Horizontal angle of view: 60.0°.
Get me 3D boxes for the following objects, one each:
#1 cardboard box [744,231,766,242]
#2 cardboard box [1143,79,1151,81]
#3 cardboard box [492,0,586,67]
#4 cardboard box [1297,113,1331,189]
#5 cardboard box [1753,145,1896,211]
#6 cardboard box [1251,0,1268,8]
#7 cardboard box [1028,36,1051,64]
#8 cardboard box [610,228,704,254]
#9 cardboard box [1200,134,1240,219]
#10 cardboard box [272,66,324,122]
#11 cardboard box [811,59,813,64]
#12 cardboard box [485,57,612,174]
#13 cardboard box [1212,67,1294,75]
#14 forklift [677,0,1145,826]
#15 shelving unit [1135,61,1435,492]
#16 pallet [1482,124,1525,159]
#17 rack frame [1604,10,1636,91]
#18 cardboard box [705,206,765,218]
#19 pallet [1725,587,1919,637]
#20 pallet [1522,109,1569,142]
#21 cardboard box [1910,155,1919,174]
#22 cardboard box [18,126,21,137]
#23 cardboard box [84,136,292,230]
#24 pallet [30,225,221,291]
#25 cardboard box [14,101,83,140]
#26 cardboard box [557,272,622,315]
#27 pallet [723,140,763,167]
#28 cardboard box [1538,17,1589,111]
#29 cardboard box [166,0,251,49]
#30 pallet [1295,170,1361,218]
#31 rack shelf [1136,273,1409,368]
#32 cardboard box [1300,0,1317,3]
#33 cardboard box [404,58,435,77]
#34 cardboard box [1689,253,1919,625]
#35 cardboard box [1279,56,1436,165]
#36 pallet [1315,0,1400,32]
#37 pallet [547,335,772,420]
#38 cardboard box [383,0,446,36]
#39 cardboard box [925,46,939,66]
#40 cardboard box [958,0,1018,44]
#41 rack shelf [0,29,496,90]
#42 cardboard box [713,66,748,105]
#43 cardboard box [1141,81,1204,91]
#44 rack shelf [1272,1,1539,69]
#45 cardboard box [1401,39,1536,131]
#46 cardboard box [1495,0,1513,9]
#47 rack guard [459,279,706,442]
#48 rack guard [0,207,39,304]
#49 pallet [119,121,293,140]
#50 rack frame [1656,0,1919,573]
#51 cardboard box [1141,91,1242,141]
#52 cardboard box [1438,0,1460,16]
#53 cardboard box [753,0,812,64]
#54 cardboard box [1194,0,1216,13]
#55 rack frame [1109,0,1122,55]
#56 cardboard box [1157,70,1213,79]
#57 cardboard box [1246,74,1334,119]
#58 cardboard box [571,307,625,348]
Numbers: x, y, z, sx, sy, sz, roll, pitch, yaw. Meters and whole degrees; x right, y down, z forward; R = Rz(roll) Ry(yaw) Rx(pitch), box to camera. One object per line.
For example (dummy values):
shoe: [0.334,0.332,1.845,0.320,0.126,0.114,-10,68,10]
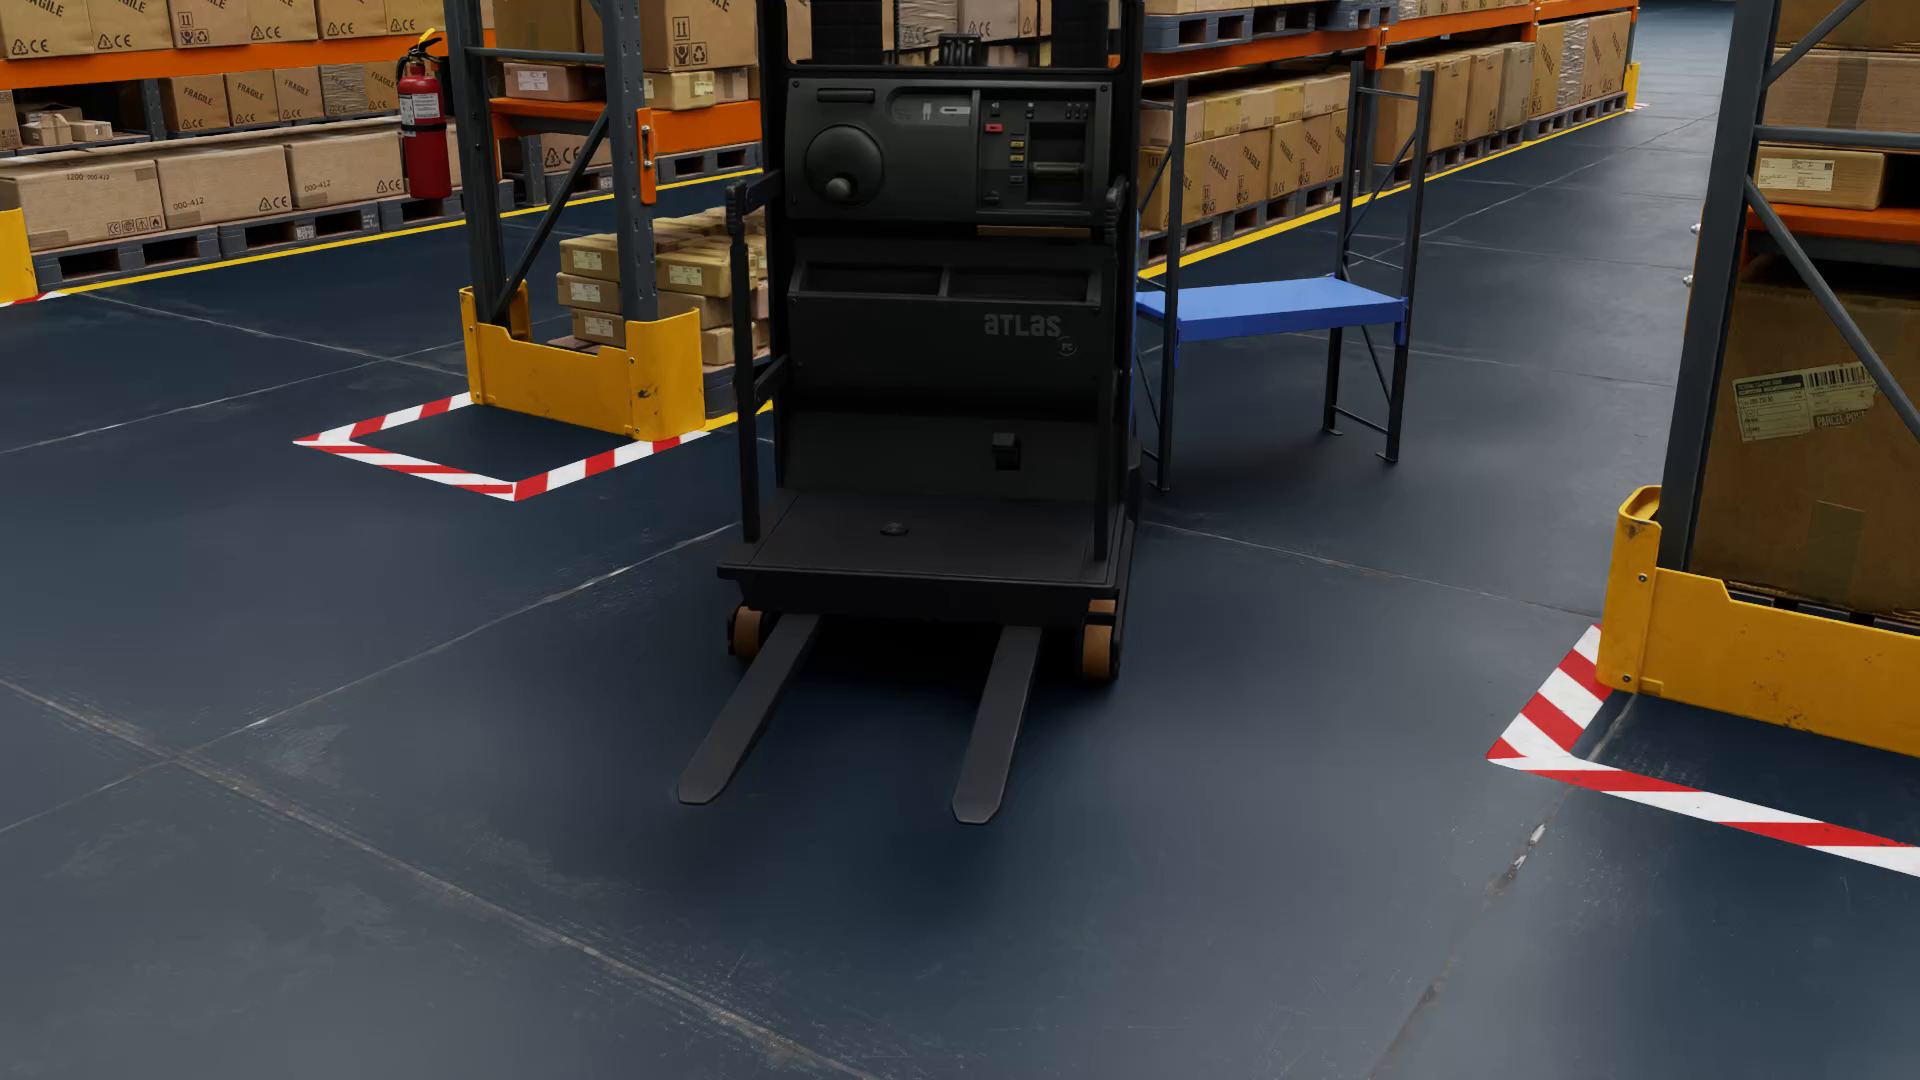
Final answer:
cardboard box: [-0.803,-1.316,7.645,0.380,0.149,0.250,13,24,32]
cardboard box: [2.055,-5.655,20.086,0.500,0.250,0.500,13,24,31]
cardboard box: [-1.642,-2.309,7.110,0.500,0.500,0.500,14,24,33]
cardboard box: [2.367,-2.875,12.211,0.500,0.500,0.500,14,25,34]
cardboard box: [2.291,-0.995,4.494,0.380,0.149,0.250,14,24,33]
cardboard box: [1.748,-3.490,10.632,0.380,0.149,0.250,12,23,29]
cardboard box: [0.346,-2.685,9.062,0.380,0.149,0.250,14,25,34]
cardboard box: [-1.405,-1.344,7.722,0.380,0.149,0.250,14,24,33]
cardboard box: [1.498,-2.428,11.002,0.500,0.500,0.500,15,25,34]
cardboard box: [-6.658,-4.411,16.363,0.500,0.500,0.500,12,24,30]
cardboard box: [-0.719,-2.176,7.687,0.380,0.149,0.250,13,24,31]
cardboard box: [-3.301,-3.421,13.147,0.875,0.875,0.875,14,25,33]
cardboard box: [2.228,-3.464,12.723,0.500,0.250,0.500,12,23,29]
forklift: [-0.065,-1.104,4.524,1.130,2.935,3.031,3,20,8]
shelving unit: [1.161,-1.030,6.389,1.048,1.500,0.538,-8,22,-20]
pallet: [4.693,-3.842,15.848,1.003,0.211,1.213,13,24,32]
rack frame: [7.313,-6.534,19.105,1.000,3.000,0.127,13,24,32]
cardboard box: [-1.061,-1.593,8.395,0.380,0.149,0.250,14,25,34]
pallet: [2.748,0.116,5.146,1.003,0.211,1.213,13,24,32]
pallet: [5.556,-4.281,17.035,1.003,0.211,1.213,13,24,32]
cardboard box: [2.720,-1.214,5.085,0.380,0.149,0.250,14,24,33]
cardboard box: [-8.502,-3.586,14.640,0.380,0.149,0.250,13,24,31]
cardboard box: [-5.037,-2.348,10.876,0.875,0.438,0.875,14,25,33]
pallet: [-5.448,-1.816,10.371,1.003,0.211,1.213,13,24,32]
cardboard box: [-8.258,-3.786,14.948,0.500,0.311,0.500,14,25,34]
cardboard box: [-1.621,-1.150,7.624,0.380,0.149,0.250,13,24,30]
pallet: [-1.841,-3.655,15.343,1.003,0.211,1.213,13,24,32]
cardboard box: [5.979,-5.013,17.450,0.875,0.875,0.875,13,24,32]
cardboard box: [-4.763,-3.301,10.221,0.500,0.500,0.500,13,24,32]
pallet: [2.375,-2.707,12.778,1.003,0.211,1.213,13,24,32]
rack shelf: [1.161,-0.862,6.451,1.000,0.185,0.538,-8,22,-20]
cardboard box: [2.193,-3.719,11.253,0.380,0.149,0.250,14,25,33]
cardboard box: [-5.792,-4.862,17.582,0.500,0.500,0.500,13,24,31]
cardboard box: [2.657,-0.346,4.835,0.875,0.875,0.875,13,24,32]
cardboard box: [3.232,-3.537,13.642,1.050,0.750,0.750,13,24,31]
pallet: [2.503,-3.923,12.324,1.213,0.211,1.003,13,24,32]
pallet: [-1.153,-0.883,7.848,1.003,0.211,1.213,13,24,32]
cardboard box: [-3.918,-3.742,11.414,0.500,0.500,0.500,13,24,31]
cardboard box: [-0.219,-2.383,8.245,0.380,0.149,0.250,14,24,33]
cardboard box: [-0.045,-2.792,8.417,0.500,0.500,0.500,13,24,32]
rack shelf: [-4.708,-3.116,10.902,1.077,0.370,4.000,13,24,32]
cardboard box: [-1.120,-1.935,7.036,0.380,0.149,0.250,14,25,34]
cardboard box: [1.362,-3.029,11.548,0.500,0.250,0.500,12,23,29]
rack shelf: [3.940,-4.475,14.576,1.077,0.370,4.000,13,24,32]
cardboard box: [4.789,-4.332,15.791,1.050,0.750,0.750,13,24,32]
cardboard box: [4.708,-5.086,15.047,0.500,0.500,0.500,13,24,31]
rack guard: [-1.639,-0.792,7.187,1.175,0.500,0.348,13,24,32]
rack guard: [-5.846,-1.700,9.641,1.175,0.500,0.348,13,24,32]
pallet: [-7.265,-3.927,16.077,1.003,0.211,1.213,13,24,32]
rack frame: [2.364,-0.947,4.001,1.000,3.000,0.127,13,24,32]
cardboard box: [1.498,-2.781,10.876,0.500,0.250,0.500,14,25,33]
cardboard box: [3.858,-4.653,13.875,0.500,0.500,0.500,13,24,32]
cardboard box: [-0.921,-2.363,7.256,0.500,0.500,0.500,13,24,32]
cardboard box: [1.320,-3.274,10.049,0.380,0.149,0.250,14,24,33]
rack frame: [0.567,-3.091,9.797,1.000,3.000,0.127,13,24,32]
cardboard box: [2.402,-5.167,17.921,0.500,0.500,0.500,13,24,32]
cardboard box: [2.373,-3.220,12.064,0.500,0.250,0.500,14,24,33]
cardboard box: [-1.558,-0.995,7.634,0.380,0.149,0.250,14,24,33]
